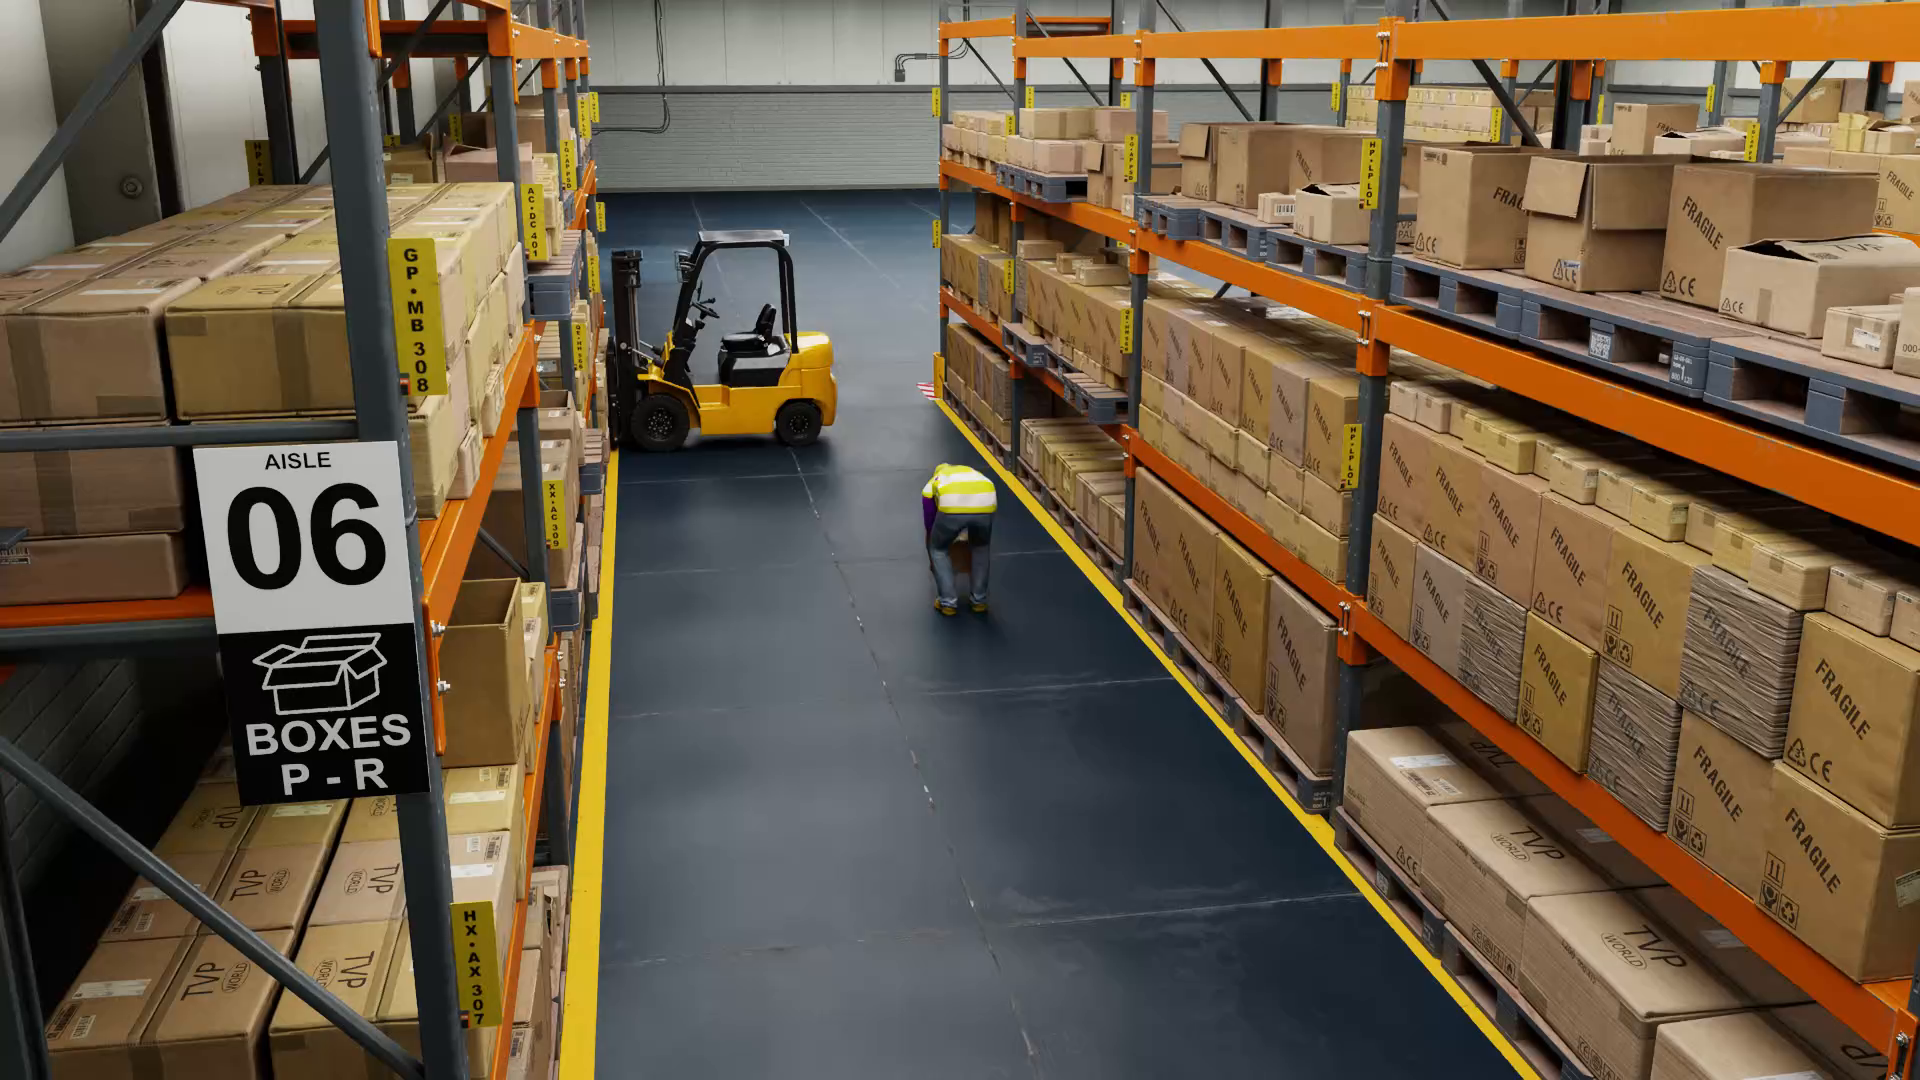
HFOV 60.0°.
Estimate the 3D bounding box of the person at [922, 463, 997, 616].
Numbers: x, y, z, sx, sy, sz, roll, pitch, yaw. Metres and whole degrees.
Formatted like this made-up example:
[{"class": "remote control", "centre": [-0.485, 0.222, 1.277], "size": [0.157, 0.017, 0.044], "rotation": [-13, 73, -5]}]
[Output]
[{"class": "person", "centre": [-0.029, -0.045, 12.411], "size": [0.483, 1.054, 0.981], "rotation": [-4, 17, -13]}]
